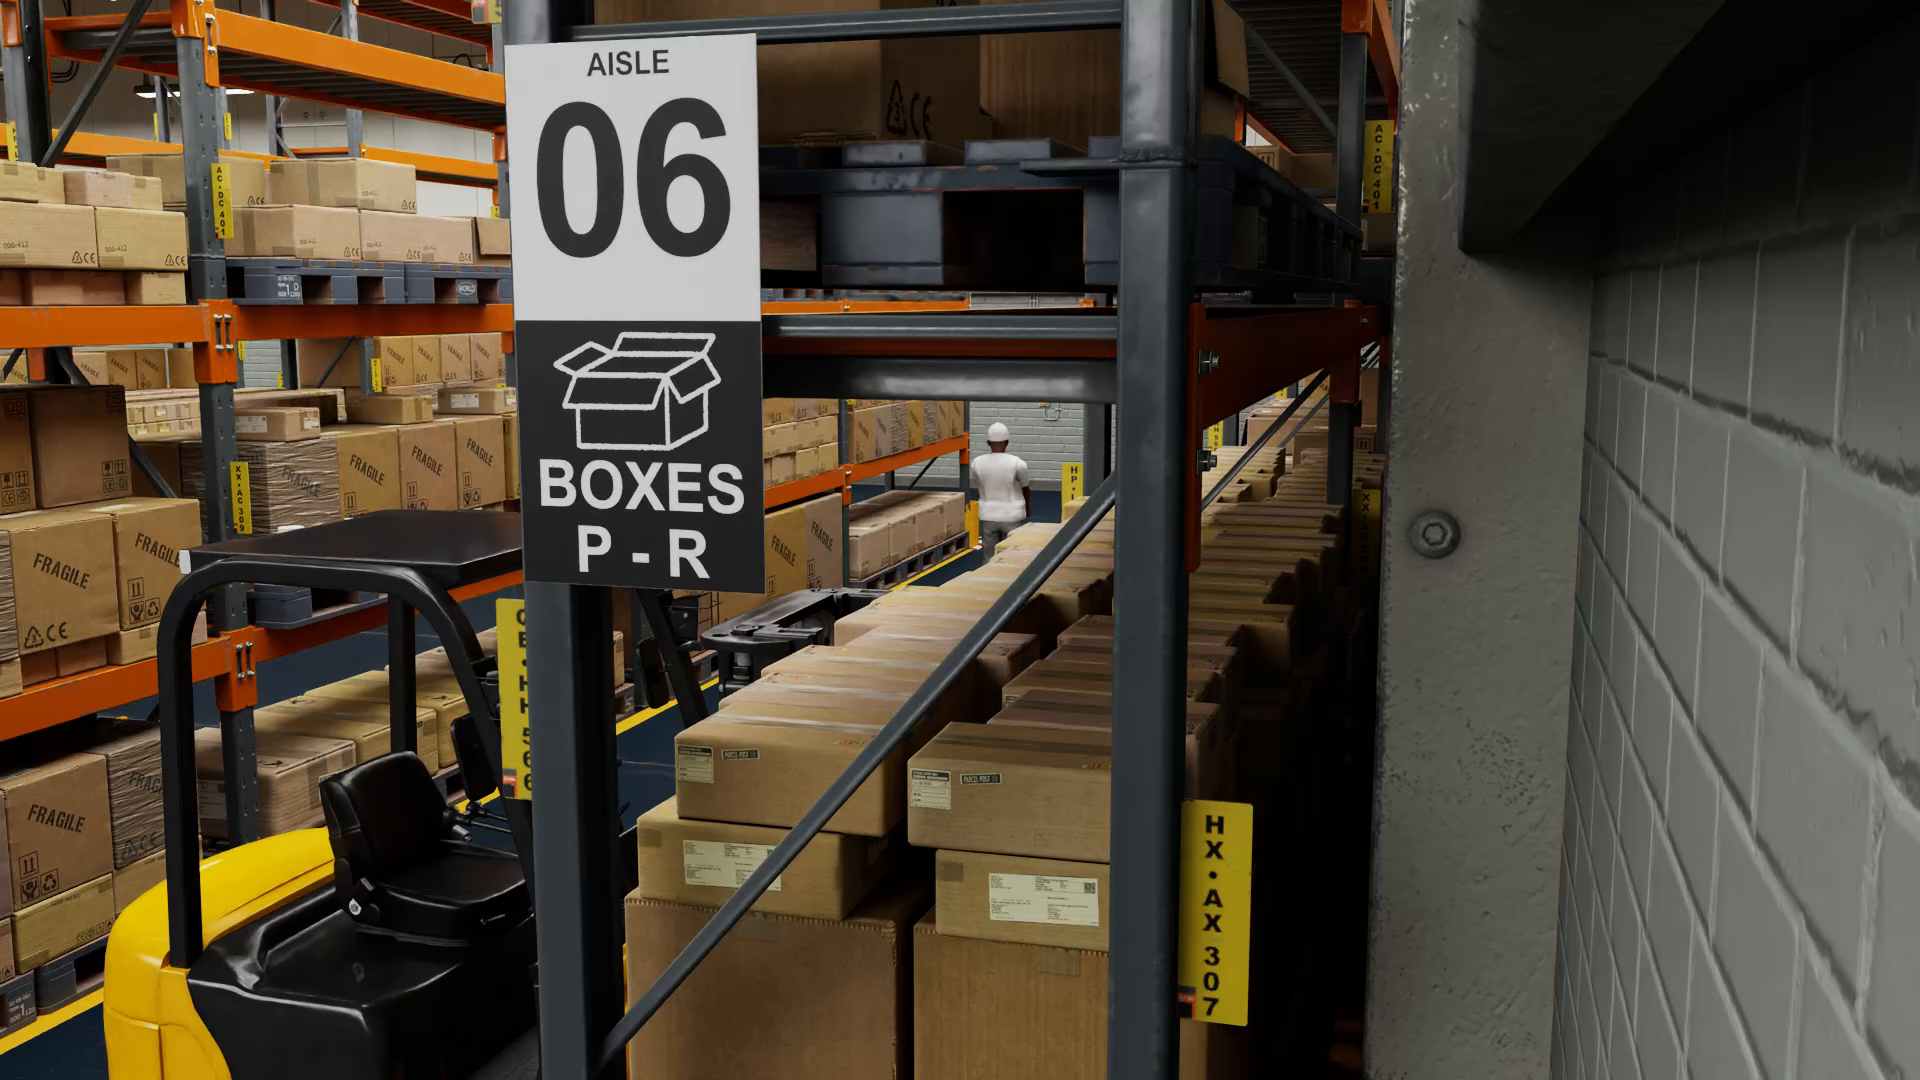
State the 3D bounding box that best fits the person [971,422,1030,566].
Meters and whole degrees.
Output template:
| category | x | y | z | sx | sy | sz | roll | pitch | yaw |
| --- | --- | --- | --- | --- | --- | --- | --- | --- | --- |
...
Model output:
| category | x | y | z | sx | sy | sz | roll | pitch | yaw |
| --- | --- | --- | --- | --- | --- | --- | --- | --- | --- |
| person | 0.388 | -0.180 | 14.818 | 0.503 | 1.760 | 0.577 | 3 | 9 | 17 |
